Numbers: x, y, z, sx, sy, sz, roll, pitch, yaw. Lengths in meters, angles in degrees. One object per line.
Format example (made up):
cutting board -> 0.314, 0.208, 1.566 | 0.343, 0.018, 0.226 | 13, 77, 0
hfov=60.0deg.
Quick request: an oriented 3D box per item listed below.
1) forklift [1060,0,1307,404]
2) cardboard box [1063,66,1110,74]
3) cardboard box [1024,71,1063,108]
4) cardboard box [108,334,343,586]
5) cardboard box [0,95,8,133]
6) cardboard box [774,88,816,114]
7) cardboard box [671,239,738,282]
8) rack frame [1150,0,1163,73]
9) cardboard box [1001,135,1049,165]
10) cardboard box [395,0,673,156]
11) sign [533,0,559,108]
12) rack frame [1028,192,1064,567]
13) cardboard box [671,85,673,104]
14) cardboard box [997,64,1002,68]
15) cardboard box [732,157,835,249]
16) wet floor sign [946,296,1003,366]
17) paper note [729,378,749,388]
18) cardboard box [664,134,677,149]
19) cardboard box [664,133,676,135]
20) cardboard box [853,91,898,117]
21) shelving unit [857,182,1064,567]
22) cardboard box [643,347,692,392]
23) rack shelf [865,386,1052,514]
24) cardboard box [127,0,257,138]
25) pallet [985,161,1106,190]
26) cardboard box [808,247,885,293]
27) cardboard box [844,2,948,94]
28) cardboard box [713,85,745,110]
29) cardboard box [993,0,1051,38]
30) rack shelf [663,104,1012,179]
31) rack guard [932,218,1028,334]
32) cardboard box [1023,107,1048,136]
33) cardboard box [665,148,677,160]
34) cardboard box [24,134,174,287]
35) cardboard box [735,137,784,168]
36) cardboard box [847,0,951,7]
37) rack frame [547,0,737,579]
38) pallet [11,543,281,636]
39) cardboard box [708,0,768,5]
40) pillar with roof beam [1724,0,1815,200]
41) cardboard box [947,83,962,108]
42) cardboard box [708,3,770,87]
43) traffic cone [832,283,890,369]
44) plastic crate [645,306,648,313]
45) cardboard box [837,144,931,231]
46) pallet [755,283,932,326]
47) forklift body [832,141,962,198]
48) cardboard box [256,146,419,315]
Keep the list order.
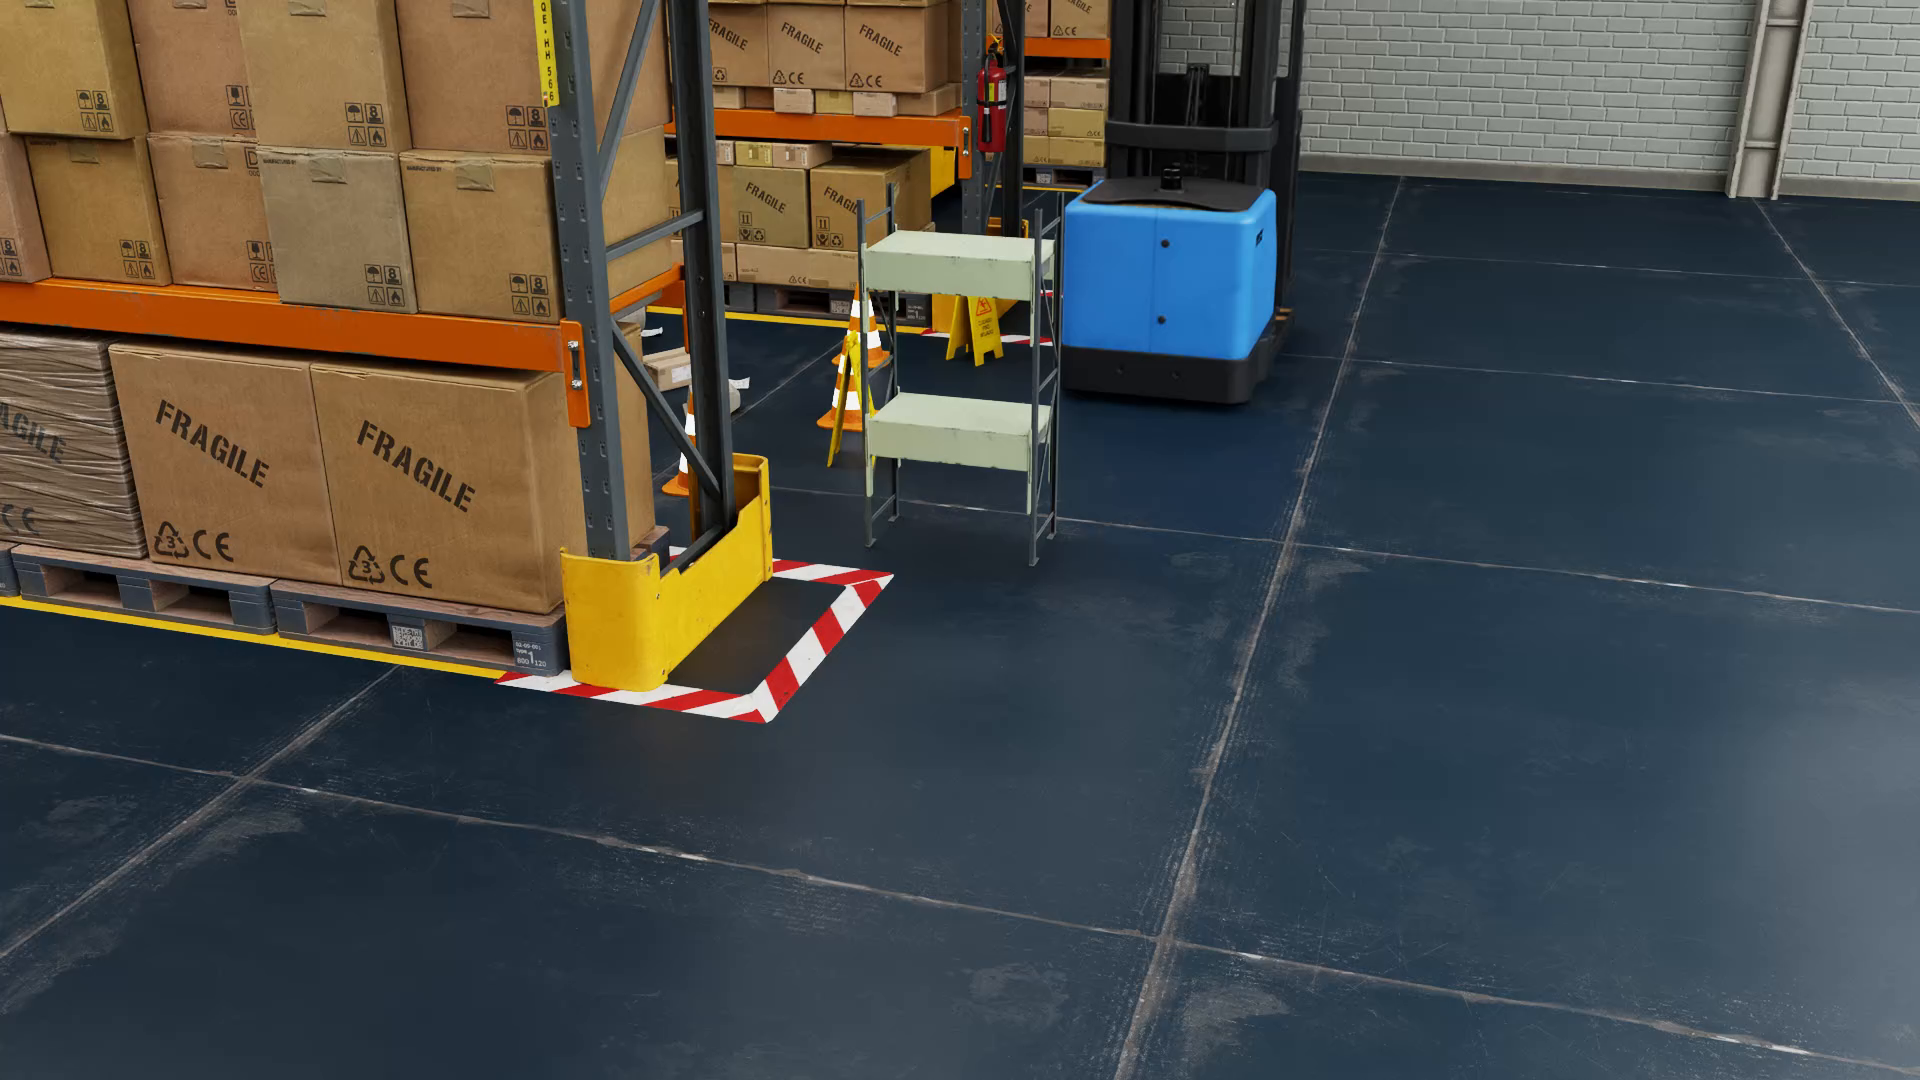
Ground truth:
forklift -> 1.471, -2.610, 9.770 | 1.130, 2.935, 3.031 | 7, 23, 16
cardboard box -> 1.239, -4.191, 15.287 | 0.500, 0.250, 0.500 | 6, 23, 15
cardboard box -> 0.623, -4.061, 14.969 | 0.500, 0.250, 0.500 | 7, 23, 16
cardboard box -> -2.630, -0.429, 6.609 | 0.875, 0.875, 0.875 | 6, 23, 15
cardboard box -> -3.567, -1.899, 6.326 | 0.550, 0.550, 0.875 | 7, 23, 16
cardboard box -> -0.974, -2.769, 10.399 | 0.250, 0.149, 0.380 | 7, 23, 16
cardboard box -> -1.633, -1.909, 11.042 | 0.500, 0.250, 0.500 | 6, 23, 14
rack frame -> 1.645, -4.685, 14.739 | 0.127, 3.000, 1.000 | 7, 23, 16
cardboard box -> 0.630, -3.602, 15.168 | 0.500, 0.250, 0.500 | 7, 23, 15
cardboard box -> -1.463, -1.695, 5.830 | 0.550, 0.550, 0.875 | 7, 23, 16
sign -> -1.289, -1.521, 5.188 | 0.005, 0.325, 0.100 | 7, 23, 16
rack frame -> 0.357, -0.653, 6.886 | 0.023, 1.500, 0.400 | 7, 23, 16
cardboard box -> -1.935, -2.891, 10.697 | 0.250, 0.149, 0.380 | 6, 23, 15
cardboard box -> 0.284, -4.303, 15.561 | 0.500, 0.250, 0.500 | 6, 23, 15
cardboard box -> -1.128, -2.199, 10.761 | 0.500, 0.500, 0.500 | 7, 23, 17
wet floor sign -> 0.087, -1.382, 9.790 | 0.232, 0.644, 0.267 | 16, 27, 34
paper note -> -1.265, -0.888, 9.394 | 0.142, 0.019, 0.148 | -1, 22, -3
cardboard box -> -1.995, -2.511, 11.520 | 0.500, 0.500, 0.500 | 8, 24, 18
cardboard box -> -2.687, -4.272, 16.308 | 0.625, 0.625, 0.875 | 8, 24, 18
cardboard box -> -0.480, -2.716, 10.269 | 0.250, 0.149, 0.380 | 6, 23, 15
shelving unit -> 0.006, -0.693, 6.984 | 0.755, 1.500, 0.431 | 7, 23, 16
cardboard box -> -1.623, -0.972, 9.443 | 0.380, 0.149, 0.250 | -20, 29, -39
rack shelf -> 0.006, -0.392, 7.107 | 0.720, 0.370, 0.431 | 7, 23, 16
cardboard box -> -2.513, -1.833, 6.165 | 0.550, 0.550, 0.875 | 7, 23, 16
pallet -> 0.901, -3.464, 15.435 | 1.213, 0.211, 1.003 | 7, 23, 16
cardboard box -> -0.660, -1.797, 10.768 | 0.500, 0.250, 0.500 | 6, 23, 15
cardboard box -> -0.385, -3.024, 10.167 | 0.500, 0.500, 0.500 | 6, 23, 15
cardboard box -> -1.450, -2.843, 10.579 | 0.250, 0.149, 0.380 | 6, 23, 15
cardboard box -> 0.604, -4.750, 14.766 | 0.500, 0.500, 0.500 | 7, 23, 17
rack shelf -> -1.700, -2.768, 11.012 | 4.000, 0.370, 1.077 | 7, 23, 16
rack guard -> 0.142, -1.733, 10.836 | 0.348, 0.500, 1.175 | 7, 23, 16
cardboard box -> 0.611, -3.837, 15.083 | 0.500, 0.250, 0.500 | 6, 23, 15
cardboard box -> -2.116, -2.314, 11.041 | 0.500, 0.500, 0.500 | 8, 24, 18
cardboard box -> -3.039, -1.368, 6.454 | 0.500, 0.550, 0.875 | 7, 23, 16
cardboard box -> -1.238, -2.488, 10.610 | 0.250, 0.149, 0.380 | 7, 23, 16
cardboard box -> -0.338, -3.504, 10.019 | 0.500, 0.500, 0.700 | 6, 23, 14
rack frame -> -1.119, -1.072, 5.930 | 0.127, 3.000, 1.000 | 7, 23, 16
pallet -> -3.071, 0.025, 6.931 | 1.213, 0.211, 1.003 | 7, 23, 15
cardboard box -> -1.338, -3.581, 10.206 | 0.500, 0.500, 0.700 | 6, 23, 15
pillar with roof beam -> 5.739, -5.643, 9.168 | 0.400, 9.000, 9.100 | 7, 23, 16
cardboard box -> -0.051, -2.877, 10.663 | 0.250, 0.149, 0.380 | 7, 23, 16
cardboard box -> -1.341, -3.137, 10.442 | 0.500, 0.500, 0.500 | 6, 23, 15
traffic cone -> -0.570, -1.286, 9.795 | 0.334, 0.463, 0.336 | 7, 23, 16
plastic crate -> -2.349, -1.499, 10.819 | 0.583, 0.080, 0.402 | -1, 22, -3
cardboard box -> -0.501, -2.342, 11.108 | 0.500, 0.500, 0.500 | 6, 23, 14
pallet -> -0.626, -1.701, 11.139 | 1.213, 0.211, 1.003 | 7, 23, 16
forklift body -> -0.698, -3.837, 13.791 | 1.214, 2.155, 2.313 | 7, 23, 16
cardboard box -> -2.020, -1.218, 6.088 | 0.550, 0.550, 0.875 | 7, 23, 16
